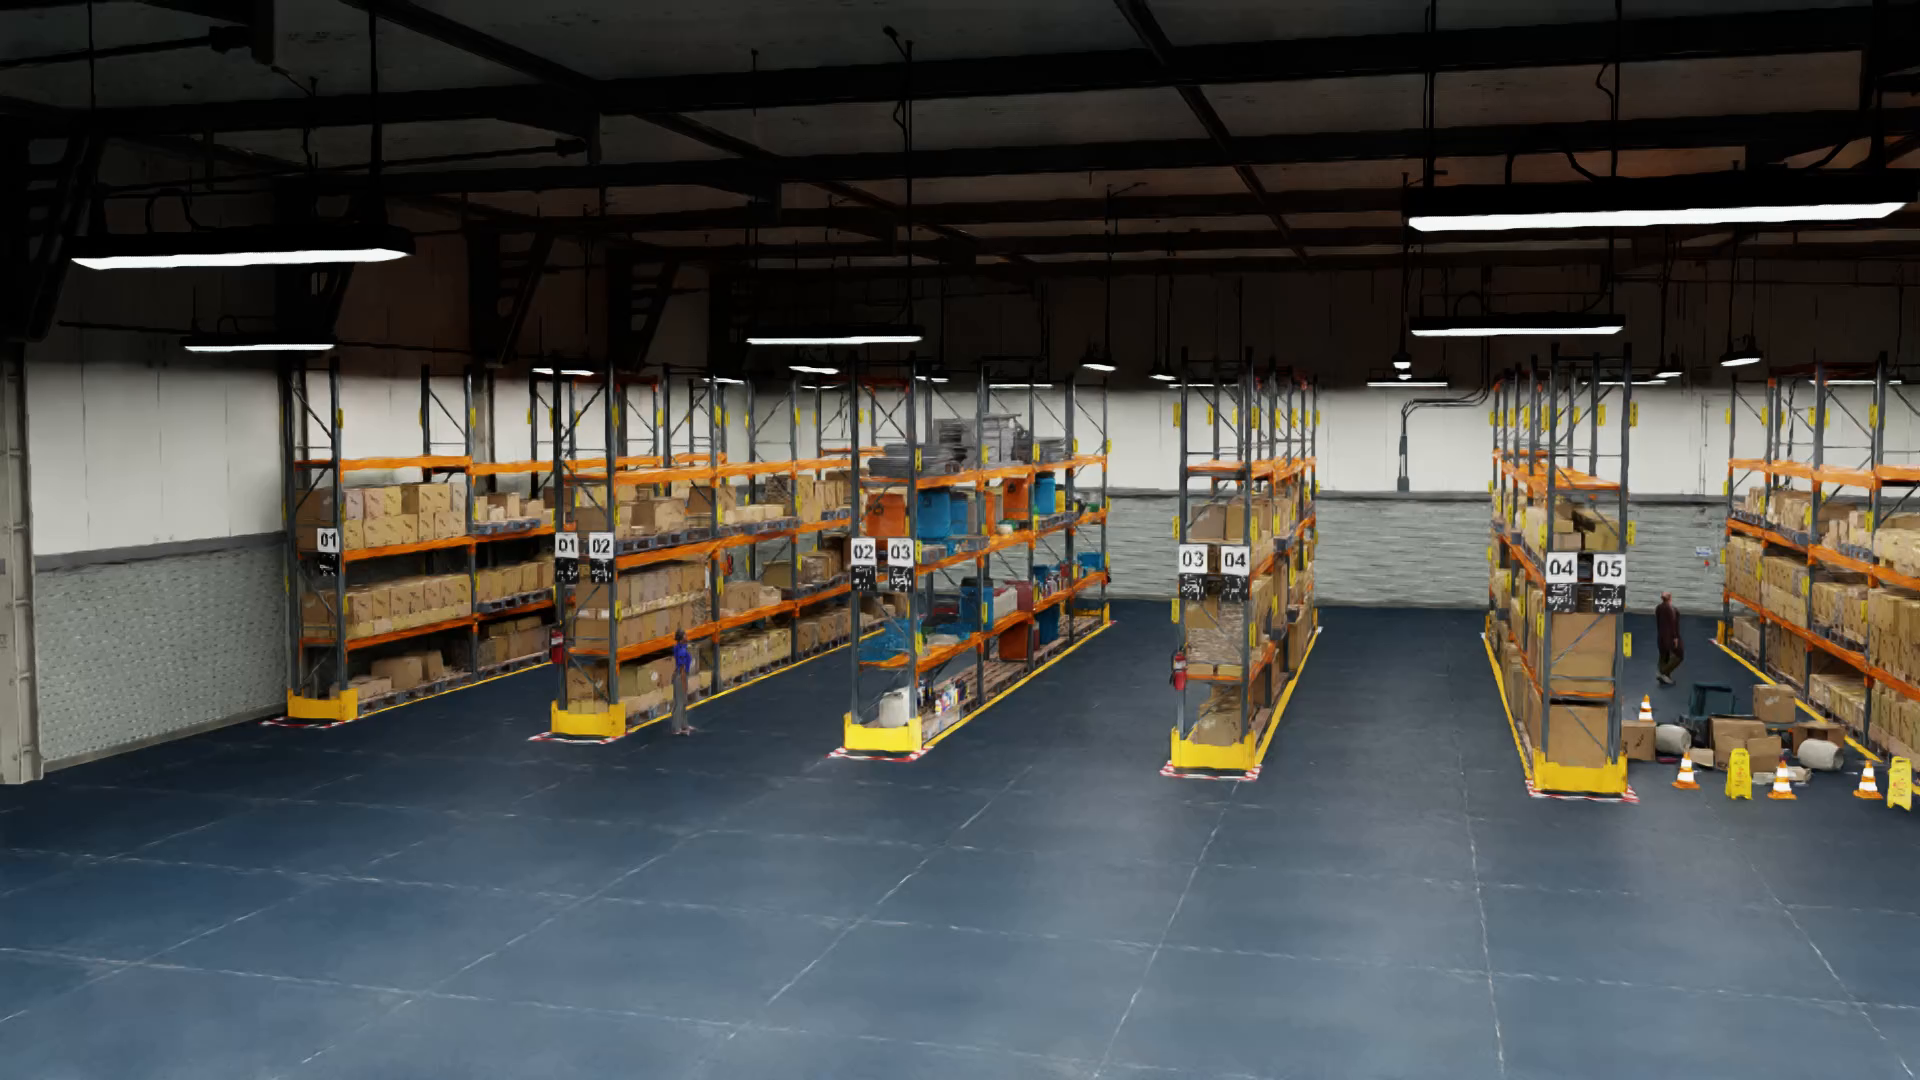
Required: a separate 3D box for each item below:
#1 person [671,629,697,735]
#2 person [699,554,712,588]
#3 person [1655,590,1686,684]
[{"bbox_3d":[-4.381,2.228,26.333,0.415,1.661,0.499,-1,4,-16],"label":"person"},{"bbox_3d":[-6.015,1.217,39.174,0.446,1.782,0.674,0,4,3],"label":"person"},{"bbox_3d":[13.276,1.823,31.190,0.517,1.779,0.634,-1,4,-10],"label":"person"}]
